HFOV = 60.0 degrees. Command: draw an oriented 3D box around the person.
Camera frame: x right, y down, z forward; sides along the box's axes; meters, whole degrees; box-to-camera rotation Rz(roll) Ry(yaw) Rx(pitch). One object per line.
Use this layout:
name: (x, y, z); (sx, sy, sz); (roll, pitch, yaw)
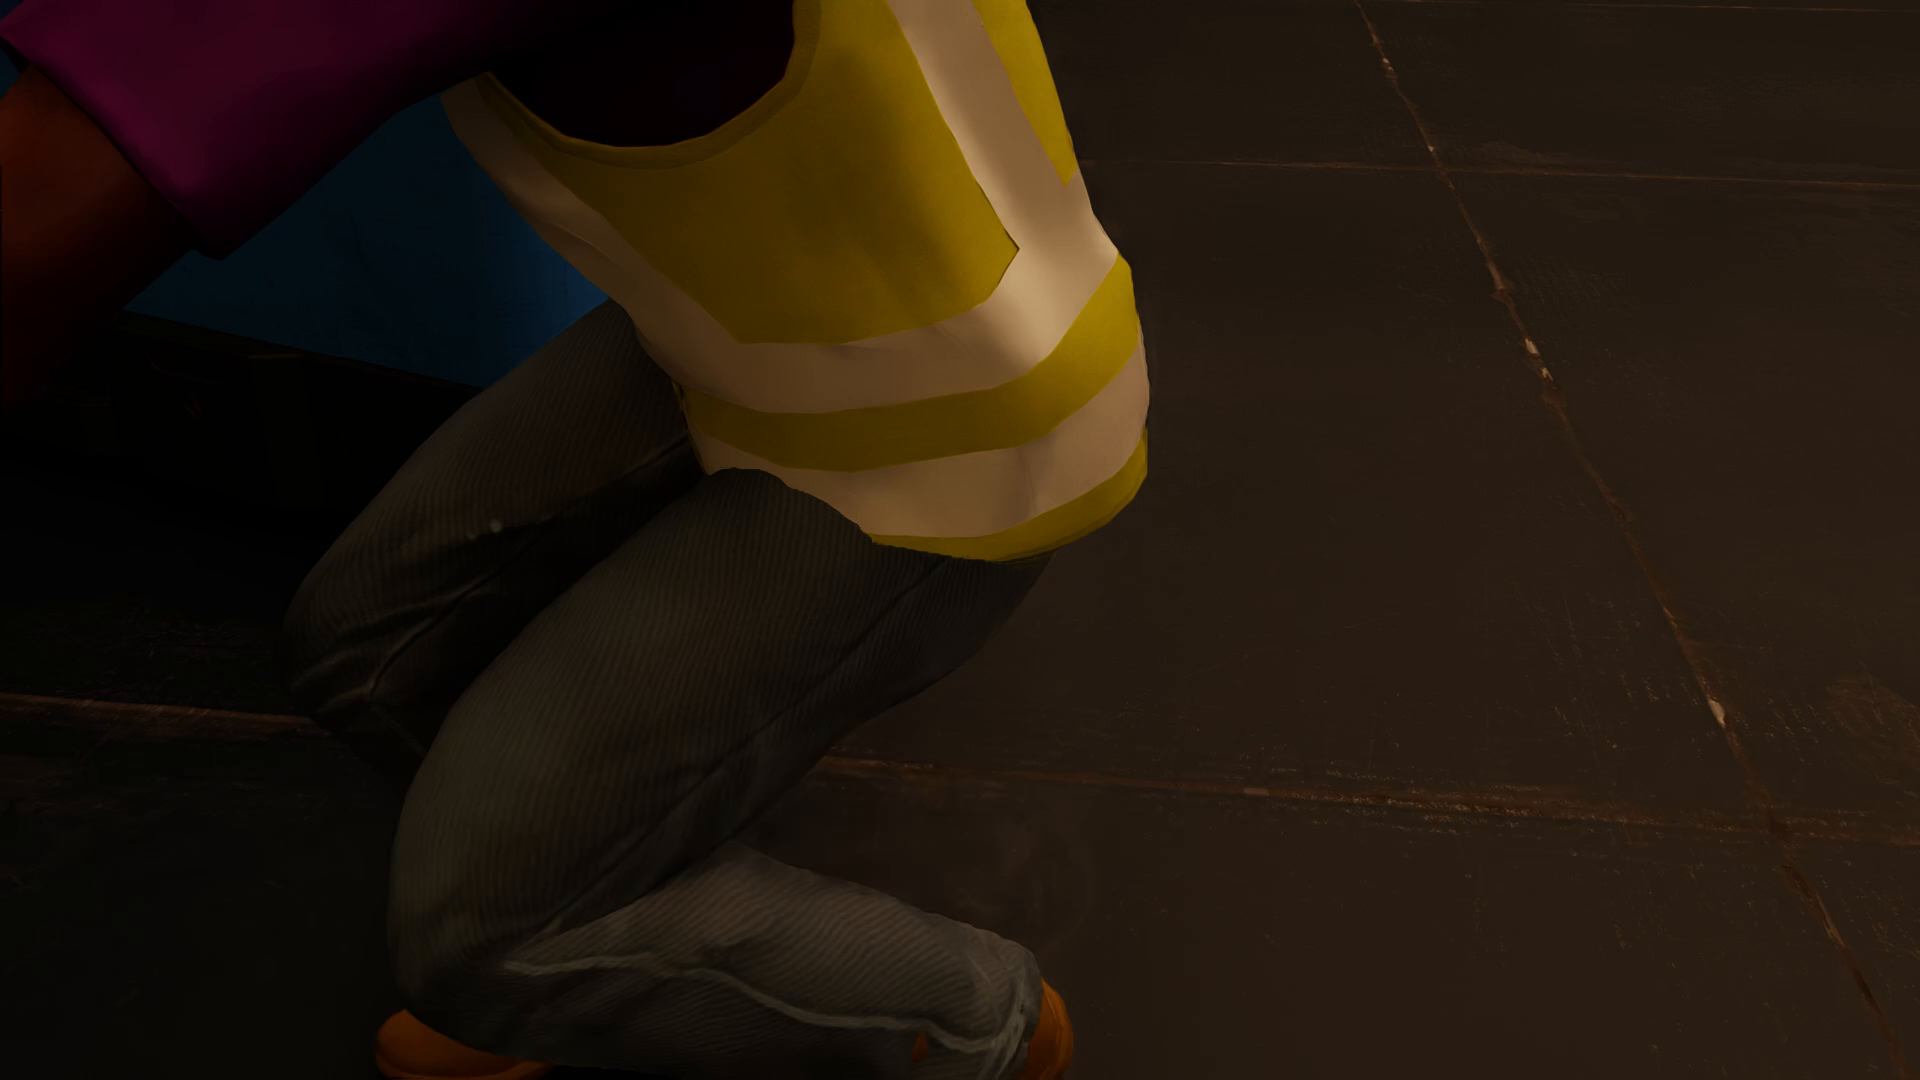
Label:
person: (-0.374, -0.122, 1.101); (0.992, 1.479, 0.837); (-8, 28, -15)

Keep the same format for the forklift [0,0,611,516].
forklift: (-1.633, -1.723, 2.671); (3.031, 2.935, 1.130); (13, 29, 25)
